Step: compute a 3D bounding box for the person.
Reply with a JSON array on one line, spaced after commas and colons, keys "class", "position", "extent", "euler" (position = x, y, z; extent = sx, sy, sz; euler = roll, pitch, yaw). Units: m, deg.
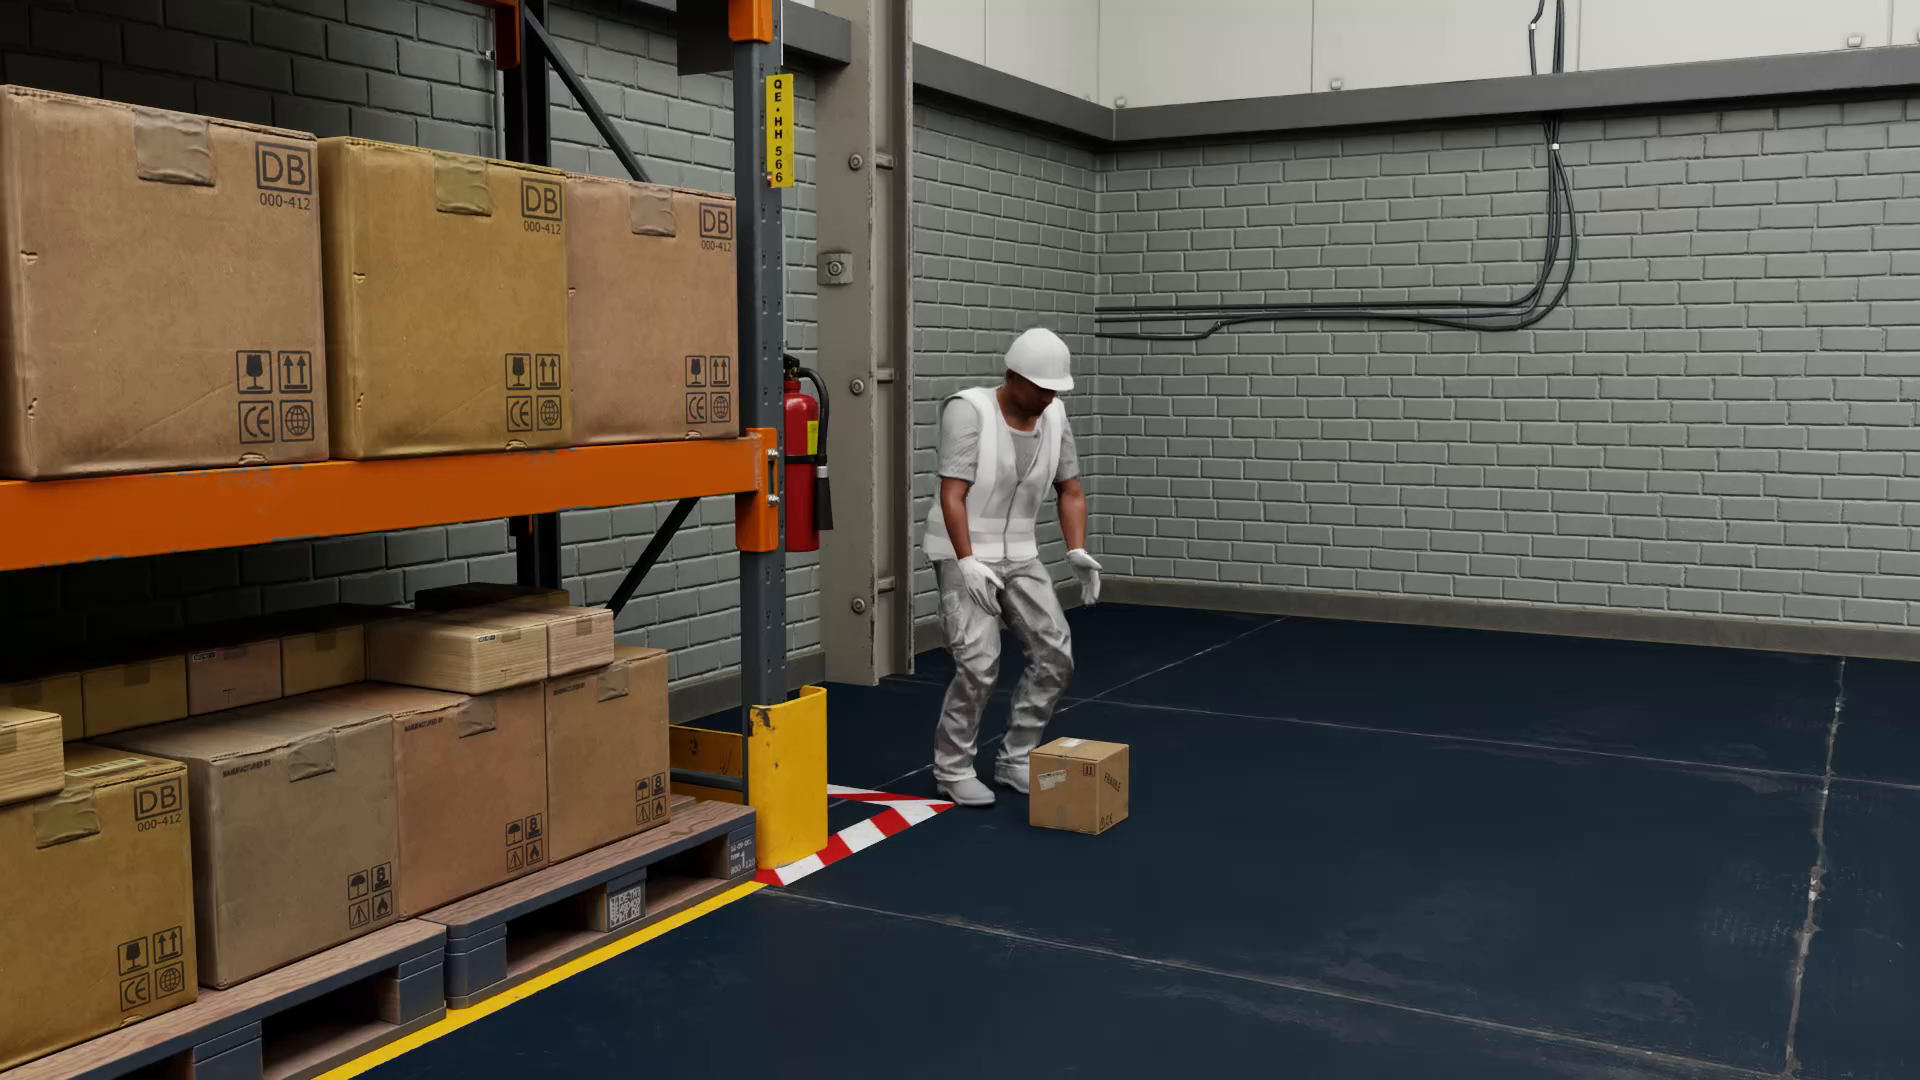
[{"class": "person", "position": [0.174, 0.086, 5.835], "extent": [0.594, 1.644, 0.584], "euler": [-4, 7, -33]}]
